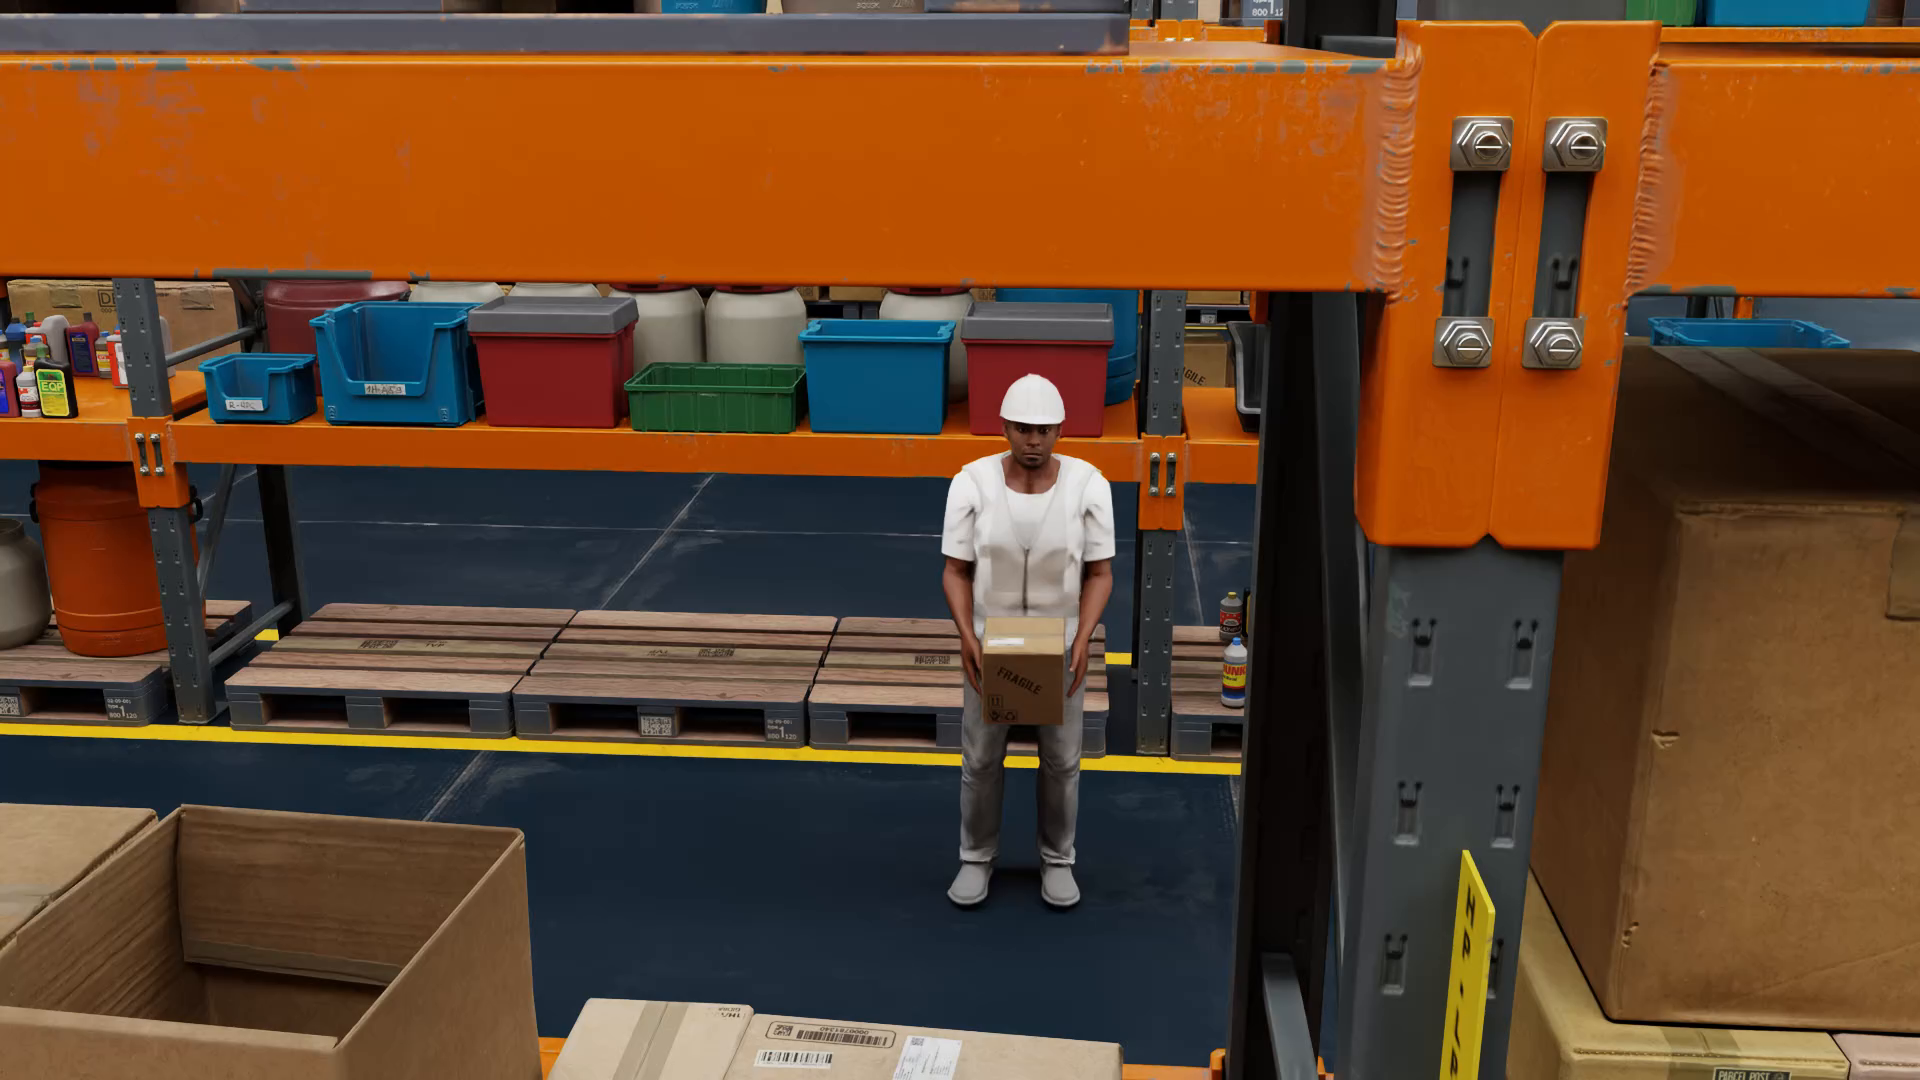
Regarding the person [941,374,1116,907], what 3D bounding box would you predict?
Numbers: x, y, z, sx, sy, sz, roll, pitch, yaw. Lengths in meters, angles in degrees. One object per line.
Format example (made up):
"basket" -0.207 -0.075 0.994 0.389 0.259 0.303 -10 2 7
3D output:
"person" 0.216 0.352 5.383 0.562 1.768 0.509 1 17 3
